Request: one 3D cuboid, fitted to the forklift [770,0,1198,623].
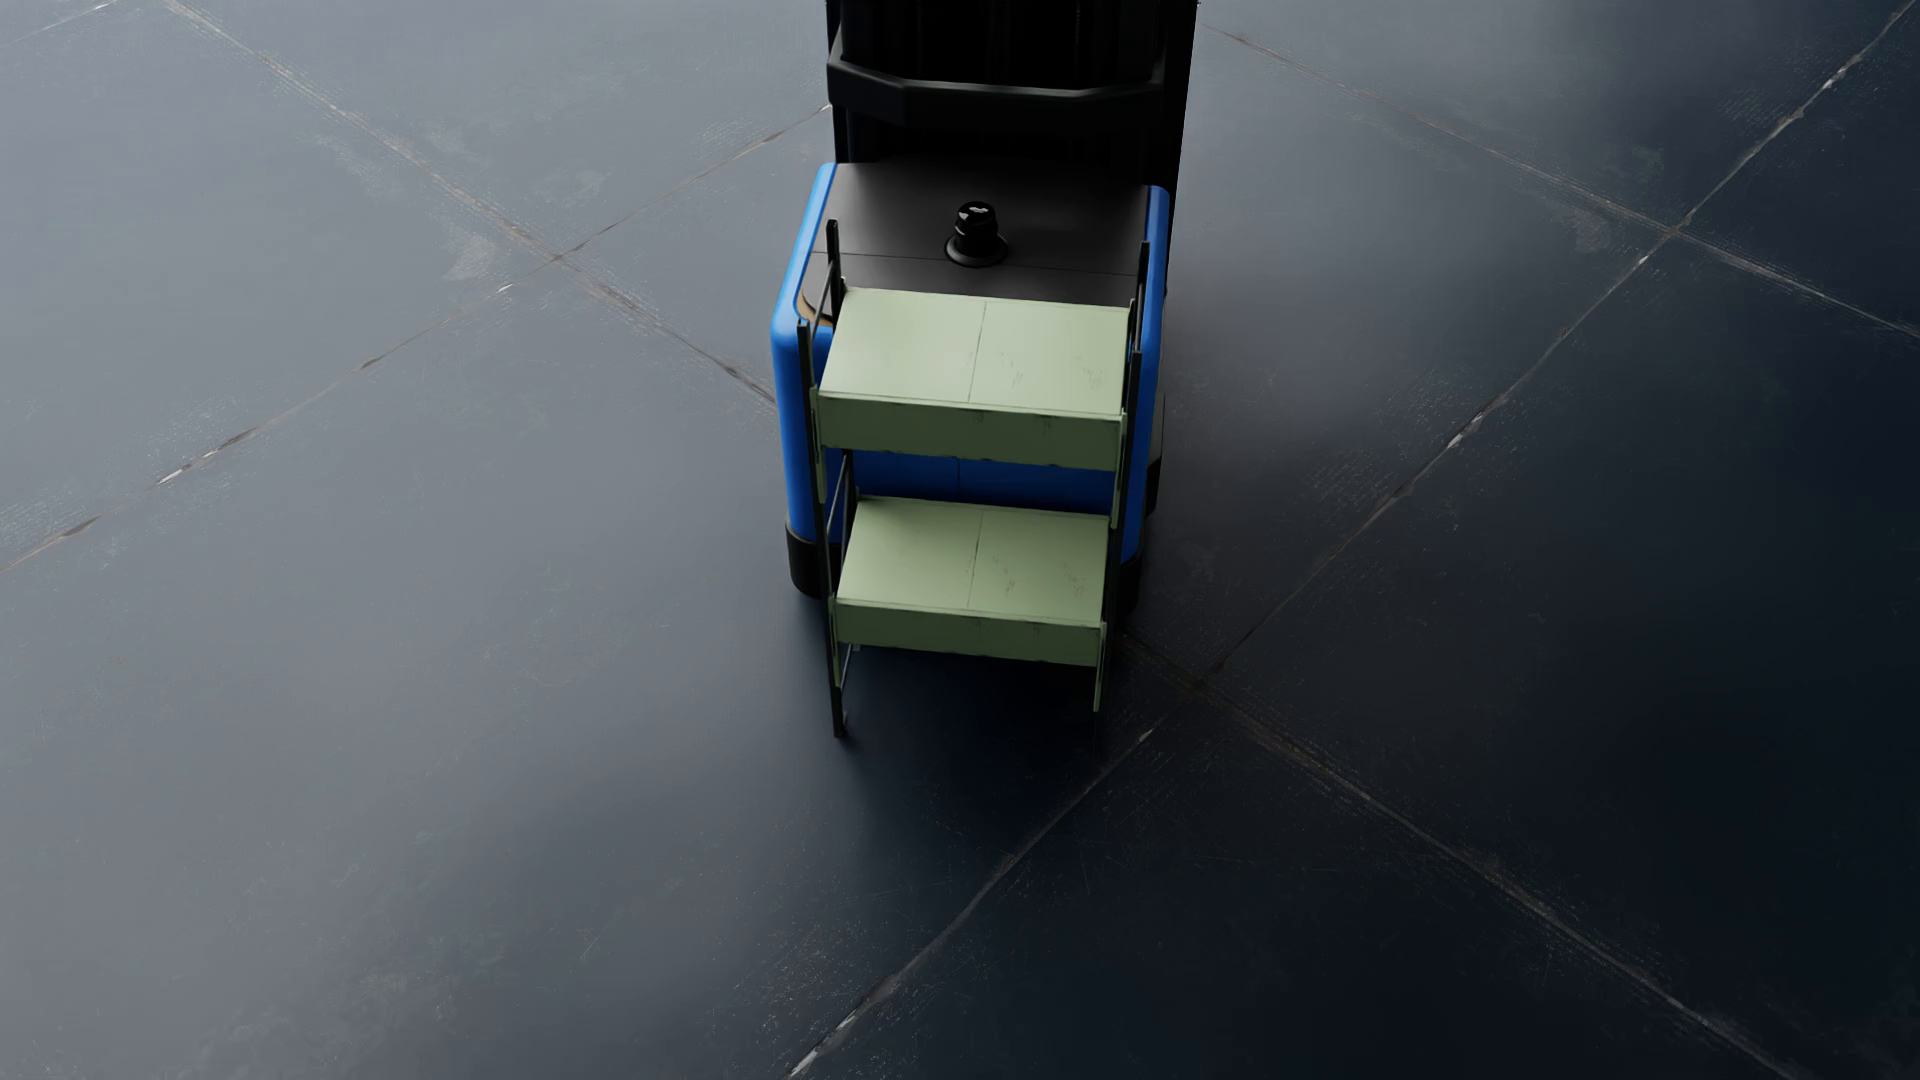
[{"bbox_3d":[0.179,-1.836,4.963,1.130,2.935,3.031,5,47,5],"label":"forklift"}]

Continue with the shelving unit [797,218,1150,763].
[{"bbox_3d":[0.041,-0.065,4.282,0.755,1.500,0.431,5,47,5],"label":"shelving unit"}]

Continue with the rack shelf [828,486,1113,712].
[{"bbox_3d":[0.041,0.158,4.520,0.720,0.370,0.431,5,47,5],"label":"rack shelf"}]

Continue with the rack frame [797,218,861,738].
[{"bbox_3d":[-0.322,-0.097,4.312,0.023,1.500,0.400,5,47,5],"label":"rack frame"}]

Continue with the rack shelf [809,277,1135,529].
[{"bbox_3d":[0.041,-0.332,3.998,0.720,0.370,0.431,5,47,5],"label":"rack shelf"}]

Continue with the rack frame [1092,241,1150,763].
[{"bbox_3d":[0.404,-0.033,4.252,0.023,1.500,0.400,5,47,5],"label":"rack frame"}]
